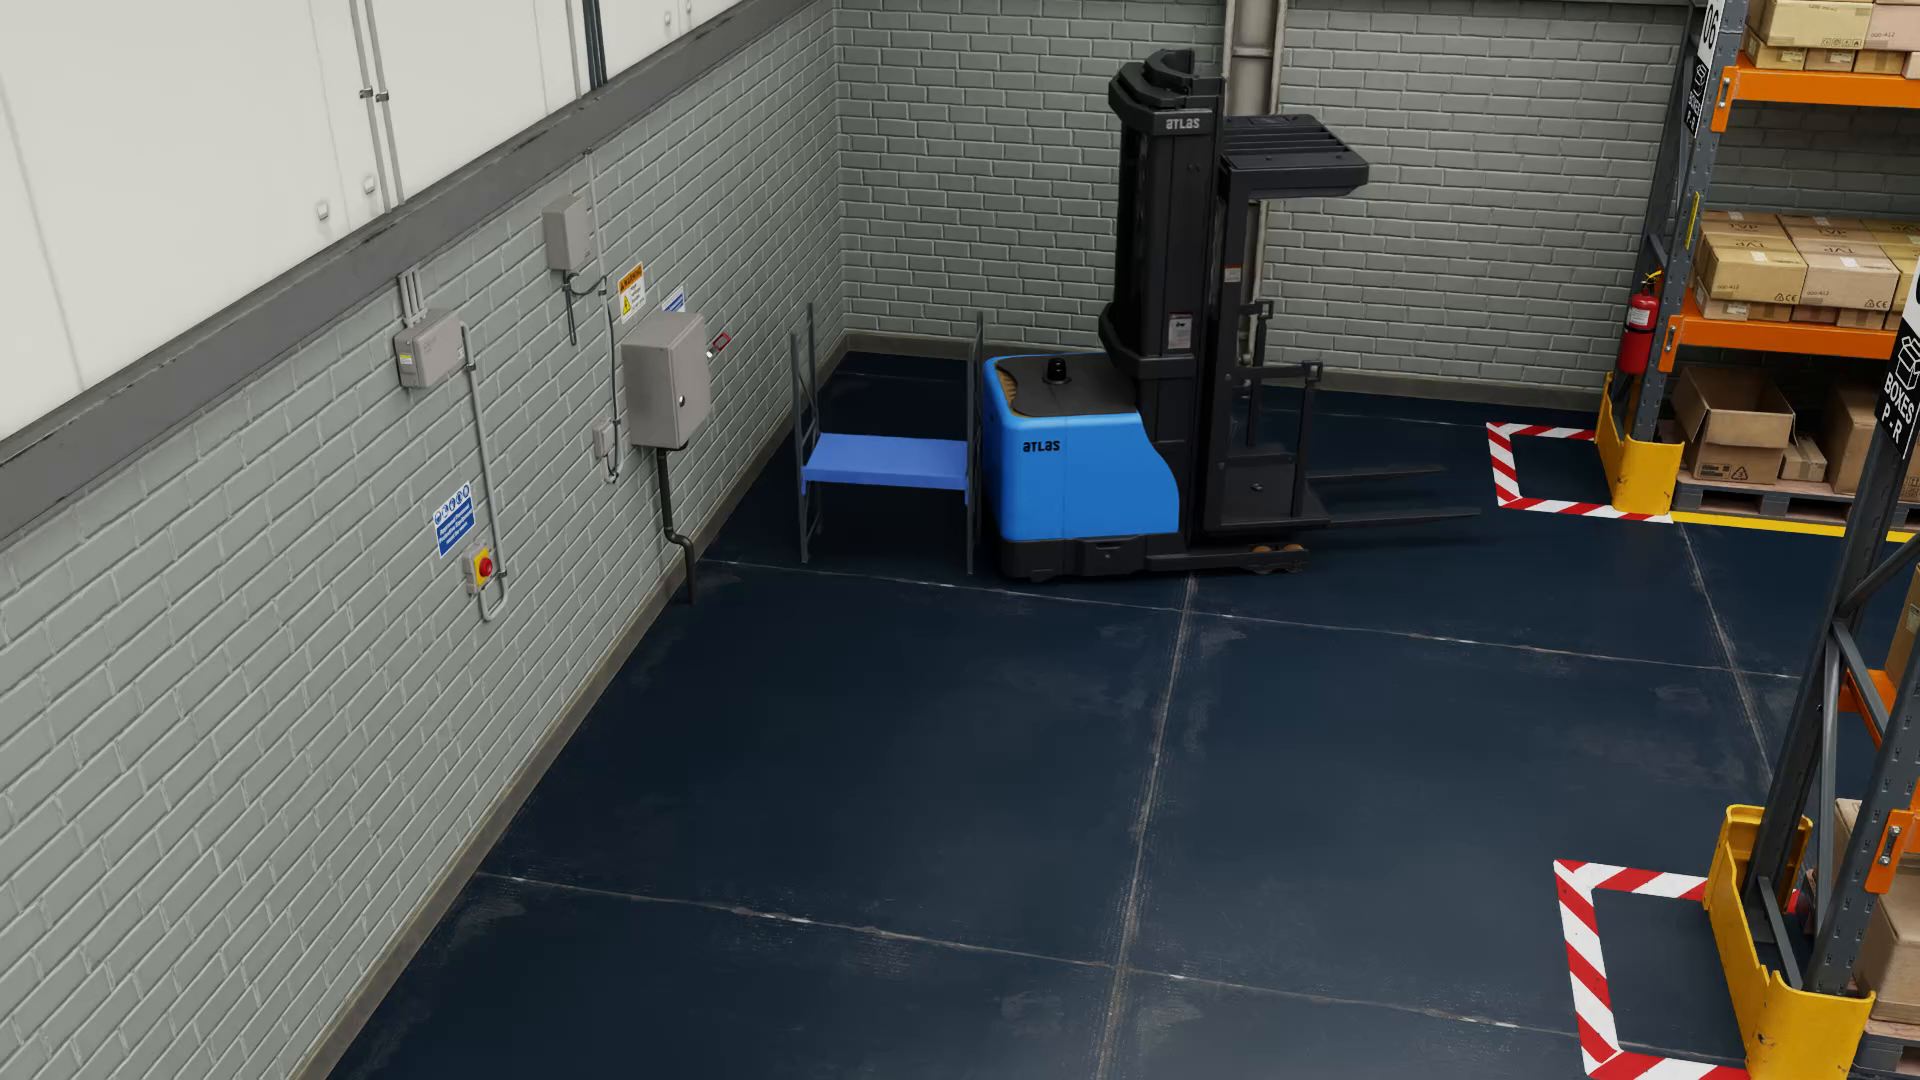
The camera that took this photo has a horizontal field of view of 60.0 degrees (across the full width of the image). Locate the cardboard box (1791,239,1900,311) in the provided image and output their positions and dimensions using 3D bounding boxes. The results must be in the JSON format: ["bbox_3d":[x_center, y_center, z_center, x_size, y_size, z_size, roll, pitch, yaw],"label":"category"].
[{"bbox_3d":[5.324,-1.607,10.070,0.500,0.250,0.500,6,29,11],"label":"cardboard box"}]

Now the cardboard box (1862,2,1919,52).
[{"bbox_3d":[5.321,-2.931,9.365,0.500,0.250,0.500,6,29,12],"label":"cardboard box"}]

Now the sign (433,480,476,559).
[{"bbox_3d":[-2.179,-0.090,7.171,0.001,0.218,0.327,6,29,11],"label":"sign"}]

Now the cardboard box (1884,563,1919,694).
[{"bbox_3d":[3.937,0.447,6.368,0.500,0.500,0.500,6,29,11],"label":"cardboard box"}]

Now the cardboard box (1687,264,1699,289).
[{"bbox_3d":[4.823,-1.747,10.742,0.250,0.149,0.380,6,29,10],"label":"cardboard box"}]

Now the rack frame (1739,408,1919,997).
[{"bbox_3d":[3.410,0.567,6.253,0.127,3.000,1.000,6,29,11],"label":"rack frame"}]

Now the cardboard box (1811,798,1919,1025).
[{"bbox_3d":[4.077,1.525,6.733,0.875,0.438,0.875,5,29,9],"label":"cardboard box"}]

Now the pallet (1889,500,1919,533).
[{"bbox_3d":[6.487,-0.331,10.797,1.213,0.211,1.003,6,29,11],"label":"pallet"}]

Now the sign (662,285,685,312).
[{"bbox_3d":[-1.627,-1.171,9.526,0.001,0.494,0.329,6,29,11],"label":"sign"}]

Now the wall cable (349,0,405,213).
[{"bbox_3d":[-2.211,-2.503,5.613,0.029,3.000,0.463,6,29,11],"label":"wall cable"}]

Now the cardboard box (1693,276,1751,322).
[{"bbox_3d":[4.707,-1.493,10.277,0.250,0.149,0.380,6,29,10],"label":"cardboard box"}]

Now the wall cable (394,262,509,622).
[{"bbox_3d":[-2.109,-0.447,7.015,0.123,1.953,0.585,6,29,11],"label":"wall cable"}]

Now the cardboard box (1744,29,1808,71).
[{"bbox_3d":[4.706,-2.829,9.594,0.250,0.149,0.380,6,29,12],"label":"cardboard box"}]

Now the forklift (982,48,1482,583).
[{"bbox_3d":[1.680,-1.330,9.788,3.031,2.935,1.130,-3,29,-6],"label":"forklift"}]

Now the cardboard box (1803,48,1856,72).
[{"bbox_3d":[4.968,-2.815,9.569,0.250,0.149,0.380,6,29,11],"label":"cardboard box"}]

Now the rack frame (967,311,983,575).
[{"bbox_3d":[0.090,-0.567,9.886,0.032,1.500,0.500,4,29,7],"label":"rack frame"}]

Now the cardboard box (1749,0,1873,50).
[{"bbox_3d":[4.820,-2.972,9.441,0.500,0.250,0.500,6,29,10],"label":"cardboard box"}]

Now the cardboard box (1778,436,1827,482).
[{"bbox_3d":[5.429,-0.532,10.791,0.250,0.149,0.380,5,29,9],"label":"cardboard box"}]

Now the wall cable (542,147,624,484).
[{"bbox_3d":[-1.824,-1.101,8.241,0.122,1.984,0.588,6,29,11],"label":"wall cable"}]

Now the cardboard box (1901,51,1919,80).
[{"bbox_3d":[5.438,-2.708,9.373,0.250,0.149,0.380,6,29,12],"label":"cardboard box"}]

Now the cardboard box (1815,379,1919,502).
[{"bbox_3d":[5.849,-0.643,10.628,0.500,0.500,0.700,7,29,13],"label":"cardboard box"}]

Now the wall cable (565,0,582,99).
[{"bbox_3d":[-2.052,-2.856,6.258,0.029,3.000,2.355,6,29,11],"label":"wall cable"}]

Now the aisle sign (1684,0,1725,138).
[{"bbox_3d":[4.315,-2.774,9.648,0.004,0.787,0.394,6,29,11],"label":"aisle sign"}]

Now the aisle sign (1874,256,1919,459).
[{"bbox_3d":[3.405,-0.726,5.908,0.004,0.787,0.394,6,29,11],"label":"aisle sign"}]

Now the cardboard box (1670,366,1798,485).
[{"bbox_3d":[5.021,-0.748,10.817,0.637,0.503,0.797,5,29,9],"label":"cardboard box"}]

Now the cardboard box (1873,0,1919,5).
[{"bbox_3d":[5.318,-3.142,9.230,0.500,0.250,0.500,6,29,10],"label":"cardboard box"}]

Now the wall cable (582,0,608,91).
[{"bbox_3d":[-1.433,-4.177,8.631,0.133,3.039,2.988,6,29,11],"label":"wall cable"}]

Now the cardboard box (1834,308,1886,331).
[{"bbox_3d":[5.464,-1.425,10.153,0.250,0.149,0.380,7,29,12],"label":"cardboard box"}]

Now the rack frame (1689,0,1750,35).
[{"bbox_3d":[4.443,-4.396,9.071,0.127,3.000,1.000,6,29,11],"label":"rack frame"}]

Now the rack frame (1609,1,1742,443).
[{"bbox_3d":[4.443,-1.765,10.512,0.127,3.000,1.000,6,29,11],"label":"rack frame"}]

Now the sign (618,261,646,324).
[{"bbox_3d":[-1.742,-1.317,8.834,0.001,0.242,0.339,6,29,11],"label":"sign"}]

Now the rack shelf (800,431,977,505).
[{"bbox_3d":[-0.414,-0.441,10.031,1.000,0.185,0.538,4,29,7],"label":"rack shelf"}]

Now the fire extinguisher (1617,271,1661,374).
[{"bbox_3d":[4.203,-1.365,10.251,0.183,0.674,0.296,6,29,11],"label":"fire extinguisher"}]

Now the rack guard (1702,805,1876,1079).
[{"bbox_3d":[3.387,1.661,6.858,0.348,0.500,1.175,6,29,11],"label":"rack guard"}]

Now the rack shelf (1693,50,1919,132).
[{"bbox_3d":[6.399,-2.564,9.598,4.000,0.370,1.077,6,29,11],"label":"rack shelf"}]

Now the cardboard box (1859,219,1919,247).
[{"bbox_3d":[5.936,-1.804,10.430,0.500,0.250,0.500,7,29,12],"label":"cardboard box"}]

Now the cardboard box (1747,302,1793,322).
[{"bbox_3d":[4.966,-1.489,10.270,0.250,0.149,0.380,7,29,12],"label":"cardboard box"}]

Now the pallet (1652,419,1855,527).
[{"bbox_3d":[5.297,-0.454,11.023,1.213,0.211,1.003,6,29,11],"label":"pallet"}]

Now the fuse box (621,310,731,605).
[{"bbox_3d":[-1.528,-0.395,9.351,0.414,1.711,0.539,6,29,11],"label":"fuse box"}]

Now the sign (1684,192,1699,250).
[{"bbox_3d":[4.330,-1.890,9.839,0.005,0.325,0.100,6,29,11],"label":"sign"}]

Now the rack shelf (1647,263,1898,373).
[{"bbox_3d":[6.399,-1.249,10.318,4.000,0.370,1.077,6,29,11],"label":"rack shelf"}]

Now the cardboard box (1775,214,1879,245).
[{"bbox_3d":[5.452,-1.856,10.525,0.500,0.250,0.500,6,29,11],"label":"cardboard box"}]

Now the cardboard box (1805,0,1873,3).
[{"bbox_3d":[4.825,-3.202,9.340,0.500,0.250,0.500,6,29,10],"label":"cardboard box"}]

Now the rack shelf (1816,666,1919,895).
[{"bbox_3d":[5.366,1.083,6.060,4.000,0.370,1.077,6,29,11],"label":"rack shelf"}]

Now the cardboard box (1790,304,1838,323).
[{"bbox_3d":[5.230,-1.479,10.252,0.250,0.149,0.380,5,29,10],"label":"cardboard box"}]

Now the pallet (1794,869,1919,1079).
[{"bbox_3d":[4.208,1.833,6.844,1.213,0.211,1.003,6,29,11],"label":"pallet"}]

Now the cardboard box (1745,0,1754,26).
[{"bbox_3d":[4.935,-3.228,9.908,0.500,0.250,0.500,5,29,10],"label":"cardboard box"}]

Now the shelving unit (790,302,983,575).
[{"bbox_3d":[-0.414,-0.599,9.944,1.048,1.500,0.538,4,29,7],"label":"shelving unit"}]

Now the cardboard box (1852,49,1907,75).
[{"bbox_3d":[5.215,-2.781,9.507,0.250,0.149,0.380,6,29,11],"label":"cardboard box"}]

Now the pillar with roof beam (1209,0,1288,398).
[{"bbox_3d":[1.095,-3.068,6.646,0.400,9.000,9.100,6,29,11],"label":"pillar with roof beam"}]

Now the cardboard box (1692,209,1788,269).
[{"bbox_3d":[4.948,-1.908,10.620,0.500,0.250,0.500,7,29,12],"label":"cardboard box"}]

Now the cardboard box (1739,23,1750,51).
[{"bbox_3d":[4.804,-3.047,9.992,0.250,0.149,0.380,7,29,12],"label":"cardboard box"}]

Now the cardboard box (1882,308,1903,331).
[{"bbox_3d":[5.725,-1.401,10.109,0.250,0.149,0.380,6,29,11],"label":"cardboard box"}]

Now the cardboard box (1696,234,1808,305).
[{"bbox_3d":[4.831,-1.657,10.162,0.500,0.250,0.500,6,29,11],"label":"cardboard box"}]

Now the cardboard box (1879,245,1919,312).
[{"bbox_3d":[5.820,-1.558,9.980,0.500,0.250,0.500,5,29,10],"label":"cardboard box"}]

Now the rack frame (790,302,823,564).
[{"bbox_3d":[-0.918,-0.631,10.003,0.032,1.500,0.500,4,29,7],"label":"rack frame"}]

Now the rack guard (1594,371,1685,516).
[{"bbox_3d":[4.517,-0.661,11.098,0.348,0.500,1.175,6,29,11],"label":"rack guard"}]
